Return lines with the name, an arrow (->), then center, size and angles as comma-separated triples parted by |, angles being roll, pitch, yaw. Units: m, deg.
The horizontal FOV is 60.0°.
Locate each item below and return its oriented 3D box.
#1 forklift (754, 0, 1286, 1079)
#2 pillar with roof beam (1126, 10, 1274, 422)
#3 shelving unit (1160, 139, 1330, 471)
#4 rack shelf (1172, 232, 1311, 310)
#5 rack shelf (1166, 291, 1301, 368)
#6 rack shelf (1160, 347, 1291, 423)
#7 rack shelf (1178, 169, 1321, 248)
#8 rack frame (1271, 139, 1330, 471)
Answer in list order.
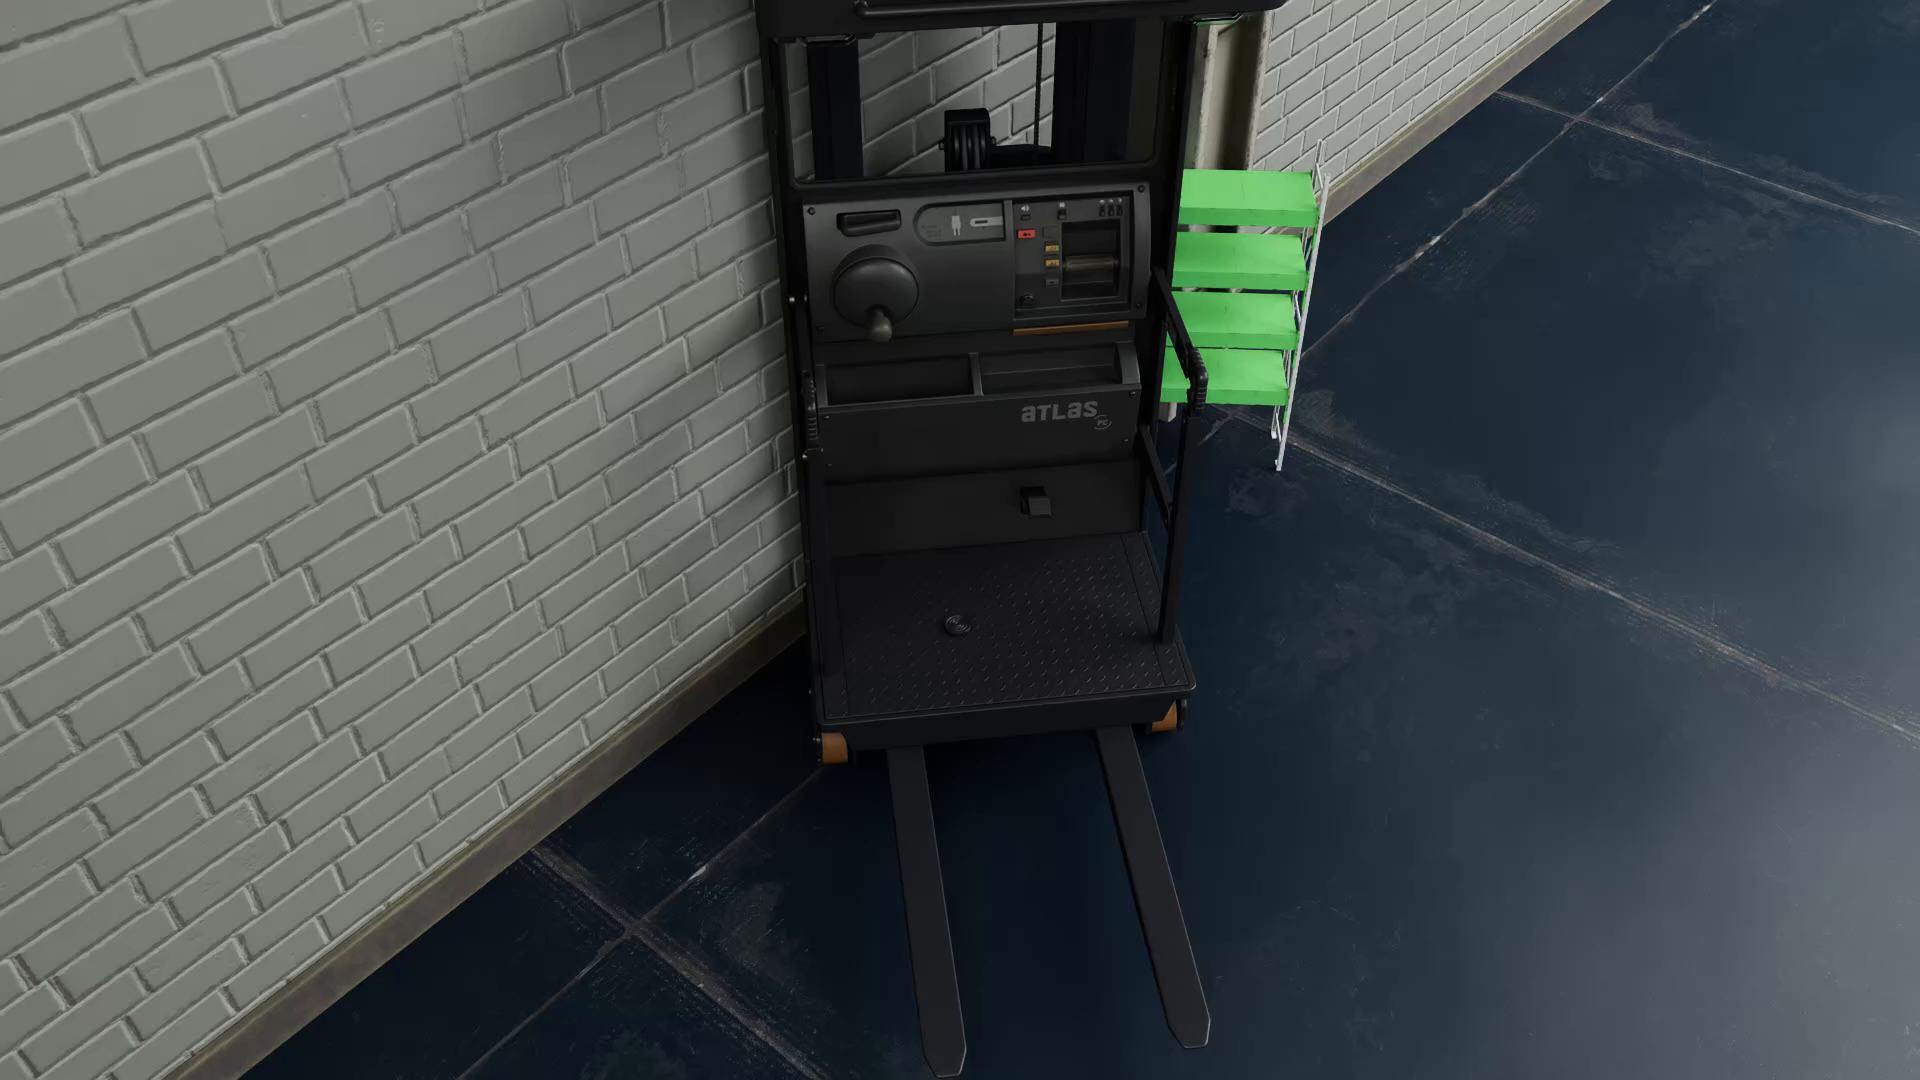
forklift -> 0.080, -0.665, 4.303 | 1.130, 2.935, 3.031 | -5, 43, -5
pillar with roof beam -> 4.083, -2.074, 1.342 | 9.100, 9.000, 0.400 | 29, 50, 28
shelving unit -> 0.917, -0.784, 5.720 | 0.503, 1.200, 0.258 | 2, 42, 2
rack shelf -> 0.917, -0.914, 5.601 | 0.480, 0.148, 0.258 | 2, 42, 2
rack shelf -> 0.917, -0.736, 5.763 | 0.480, 0.148, 0.258 | 2, 42, 2
rack shelf -> 0.917, -0.559, 5.924 | 0.480, 0.148, 0.258 | 2, 42, 2
rack shelf -> 0.917, -1.091, 5.440 | 0.480, 0.148, 0.258 | 2, 42, 2
rack frame -> 1.161, -0.775, 5.711 | 0.015, 1.200, 0.240 | 2, 42, 2
